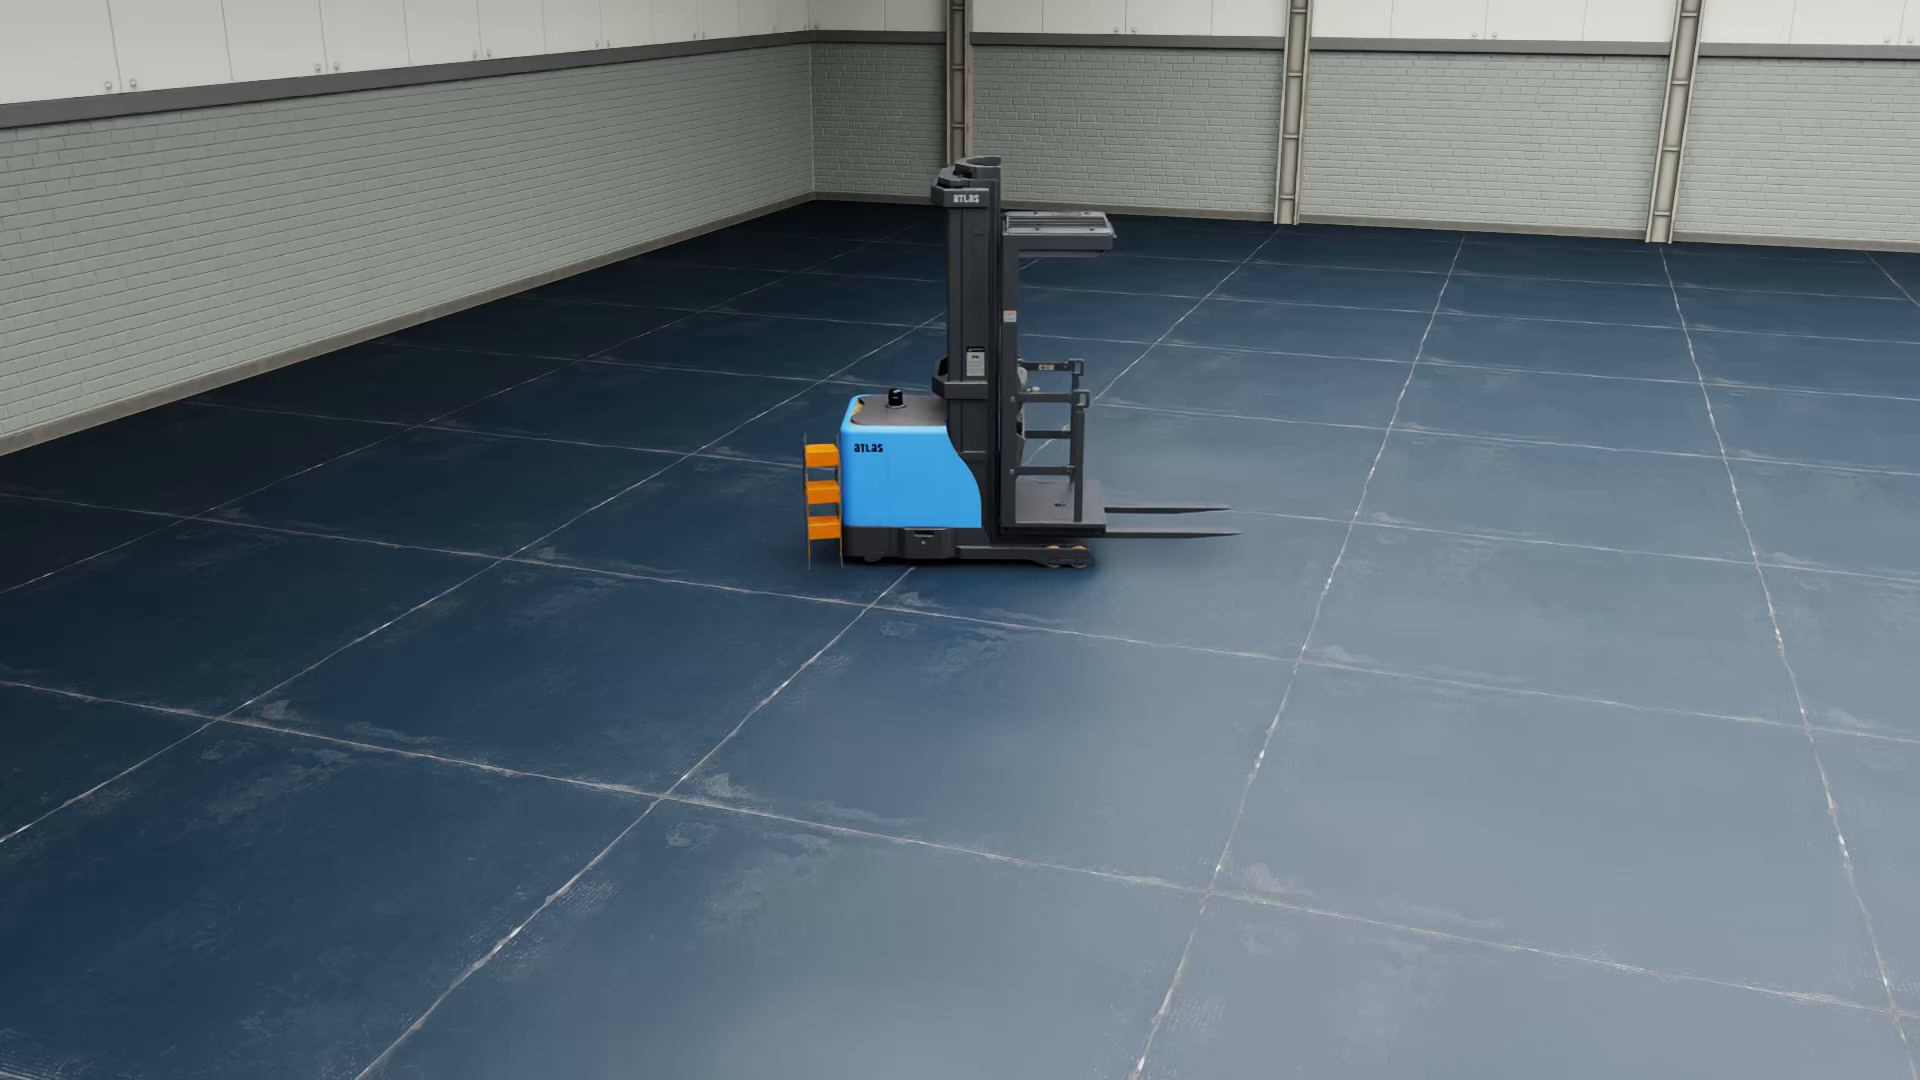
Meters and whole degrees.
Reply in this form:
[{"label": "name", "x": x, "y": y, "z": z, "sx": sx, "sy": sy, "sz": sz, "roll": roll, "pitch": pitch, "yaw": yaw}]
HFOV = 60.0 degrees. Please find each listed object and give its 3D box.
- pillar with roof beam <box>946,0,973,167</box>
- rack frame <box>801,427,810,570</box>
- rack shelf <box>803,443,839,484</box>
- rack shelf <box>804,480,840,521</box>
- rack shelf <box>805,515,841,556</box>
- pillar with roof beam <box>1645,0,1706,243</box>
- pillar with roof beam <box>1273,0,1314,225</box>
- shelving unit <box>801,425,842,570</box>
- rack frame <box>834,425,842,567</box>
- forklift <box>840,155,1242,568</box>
[{"label": "pillar with roof beam", "x": -1.420, "y": -9.055, "z": 25.383, "sx": 0.400, "sy": 9.000, "sz": 9.100, "roll": 7, "pitch": 20, "yaw": 18}, {"label": "rack frame", "x": -1.148, "y": -0.306, "z": 12.360, "sx": 0.008, "sy": 1.050, "sz": 0.200, "roll": -4, "pitch": 20, "yaw": -12}, {"label": "rack shelf", "x": -1.029, "y": -0.573, "z": 12.295, "sx": 0.240, "sy": 0.259, "sz": 0.215, "roll": -4, "pitch": 20, "yaw": -12}, {"label": "rack shelf", "x": -1.029, "y": -0.305, "z": 12.388, "sx": 0.240, "sy": 0.259, "sz": 0.215, "roll": -4, "pitch": 20, "yaw": -12}, {"label": "rack shelf", "x": -1.029, "y": -0.043, "z": 12.480, "sx": 0.240, "sy": 0.259, "sz": 0.215, "roll": -4, "pitch": 20, "yaw": -12}, {"label": "pillar with roof beam", "x": 9.916, "y": -7.759, "z": 21.665, "sx": 0.400, "sy": 9.000, "sz": 9.100, "roll": 7, "pitch": 20, "yaw": 18}, {"label": "pillar with roof beam", "x": 4.248, "y": -8.407, "z": 23.524, "sx": 0.400, "sy": 9.000, "sz": 9.100, "roll": 7, "pitch": 20, "yaw": 18}, {"label": "shelving unit", "x": -1.029, "y": -0.315, "z": 12.385, "sx": 0.252, "sy": 1.050, "sz": 0.215, "roll": -4, "pitch": 20, "yaw": -12}, {"label": "rack frame", "x": -0.910, "y": -0.324, "z": 12.410, "sx": 0.008, "sy": 1.050, "sz": 0.200, "roll": -4, "pitch": 20, "yaw": -12}, {"label": "forklift", "x": 0.627, "y": -1.350, "z": 12.495, "sx": 3.031, "sy": 2.935, "sz": 1.130, "roll": 1, "pitch": 19, "yaw": 2}]
